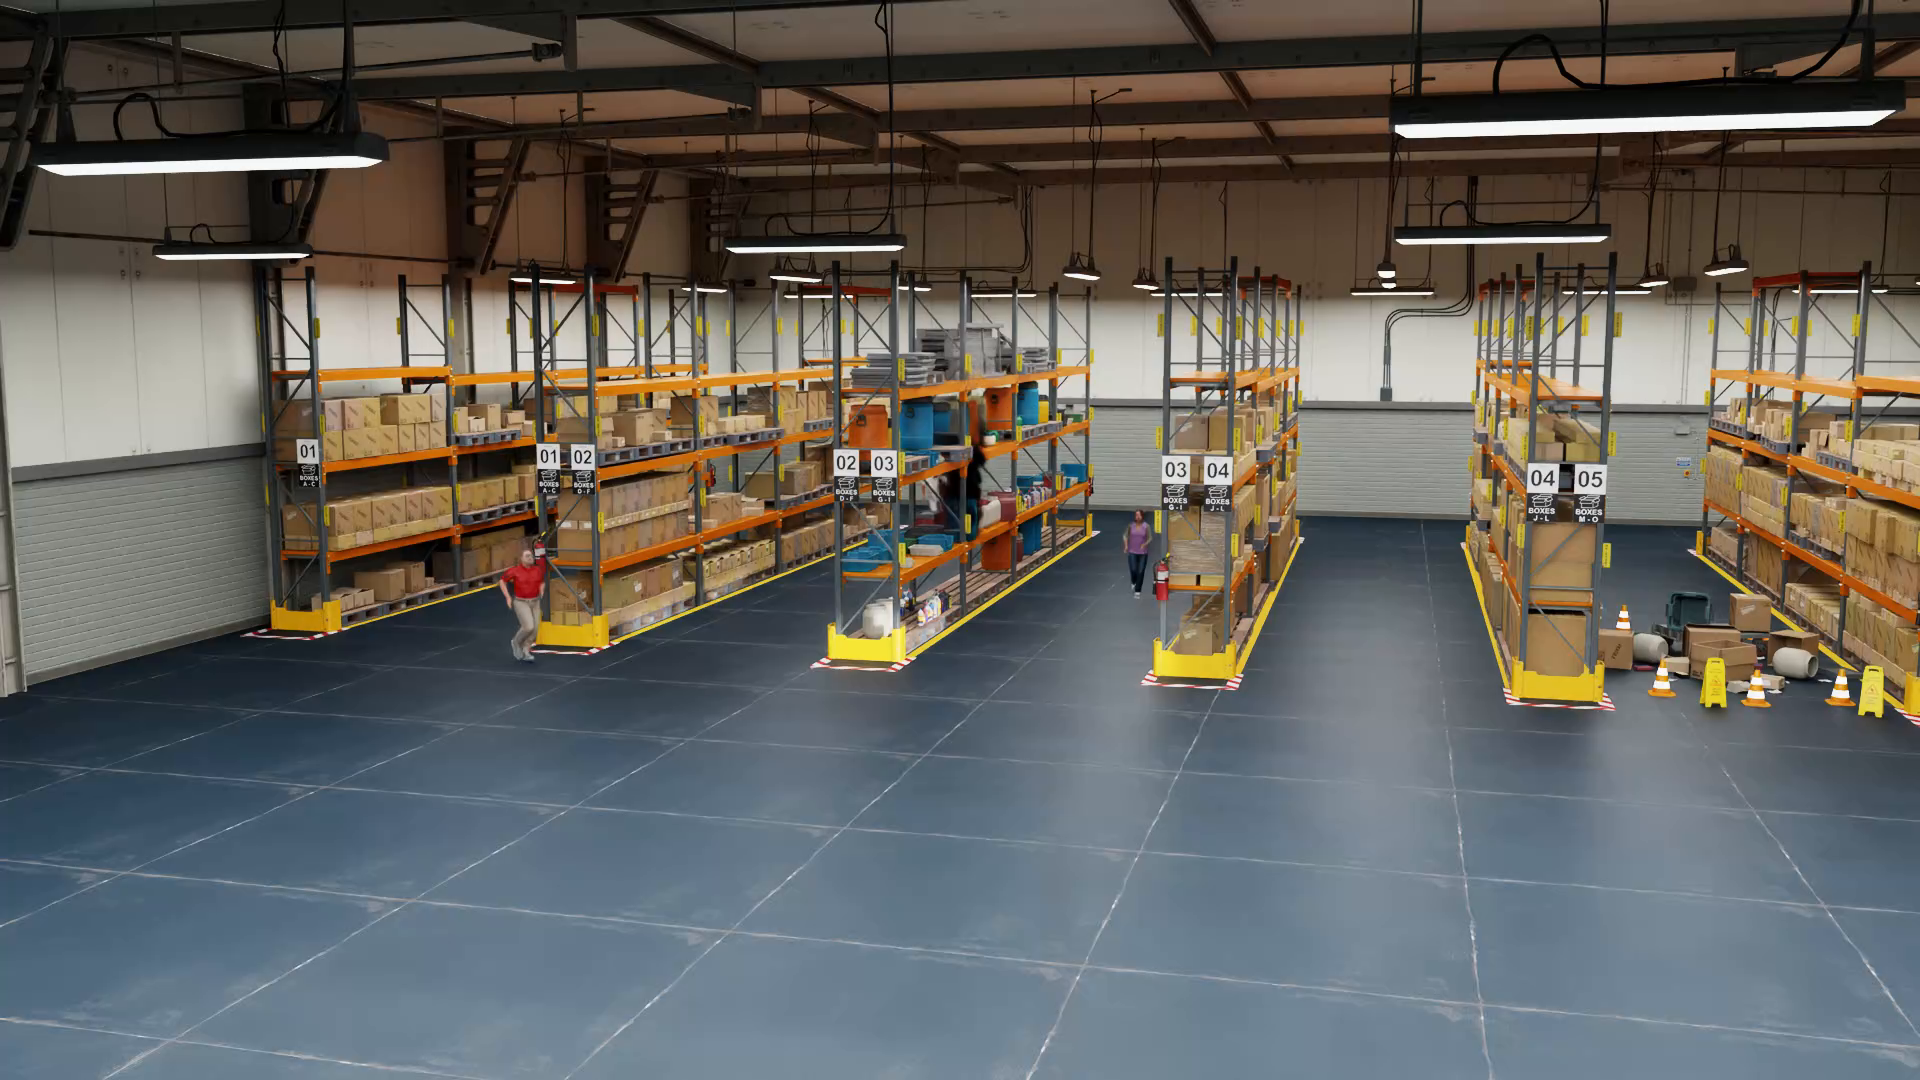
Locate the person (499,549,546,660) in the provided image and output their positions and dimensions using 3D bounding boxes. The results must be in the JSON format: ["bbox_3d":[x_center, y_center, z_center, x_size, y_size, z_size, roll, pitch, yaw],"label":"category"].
[{"bbox_3d":[-6.495,0.989,25.045,0.633,1.693,0.646,7,10,43],"label":"person"}]

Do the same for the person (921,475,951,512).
[{"bbox_3d":[-0.579,-0.969,40.407,0.741,1.758,0.670,0,7,2],"label":"person"}]

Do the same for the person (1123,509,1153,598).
[{"bbox_3d":[3.110,0.249,29.136,0.531,1.570,0.494,1,7,8],"label":"person"}]
